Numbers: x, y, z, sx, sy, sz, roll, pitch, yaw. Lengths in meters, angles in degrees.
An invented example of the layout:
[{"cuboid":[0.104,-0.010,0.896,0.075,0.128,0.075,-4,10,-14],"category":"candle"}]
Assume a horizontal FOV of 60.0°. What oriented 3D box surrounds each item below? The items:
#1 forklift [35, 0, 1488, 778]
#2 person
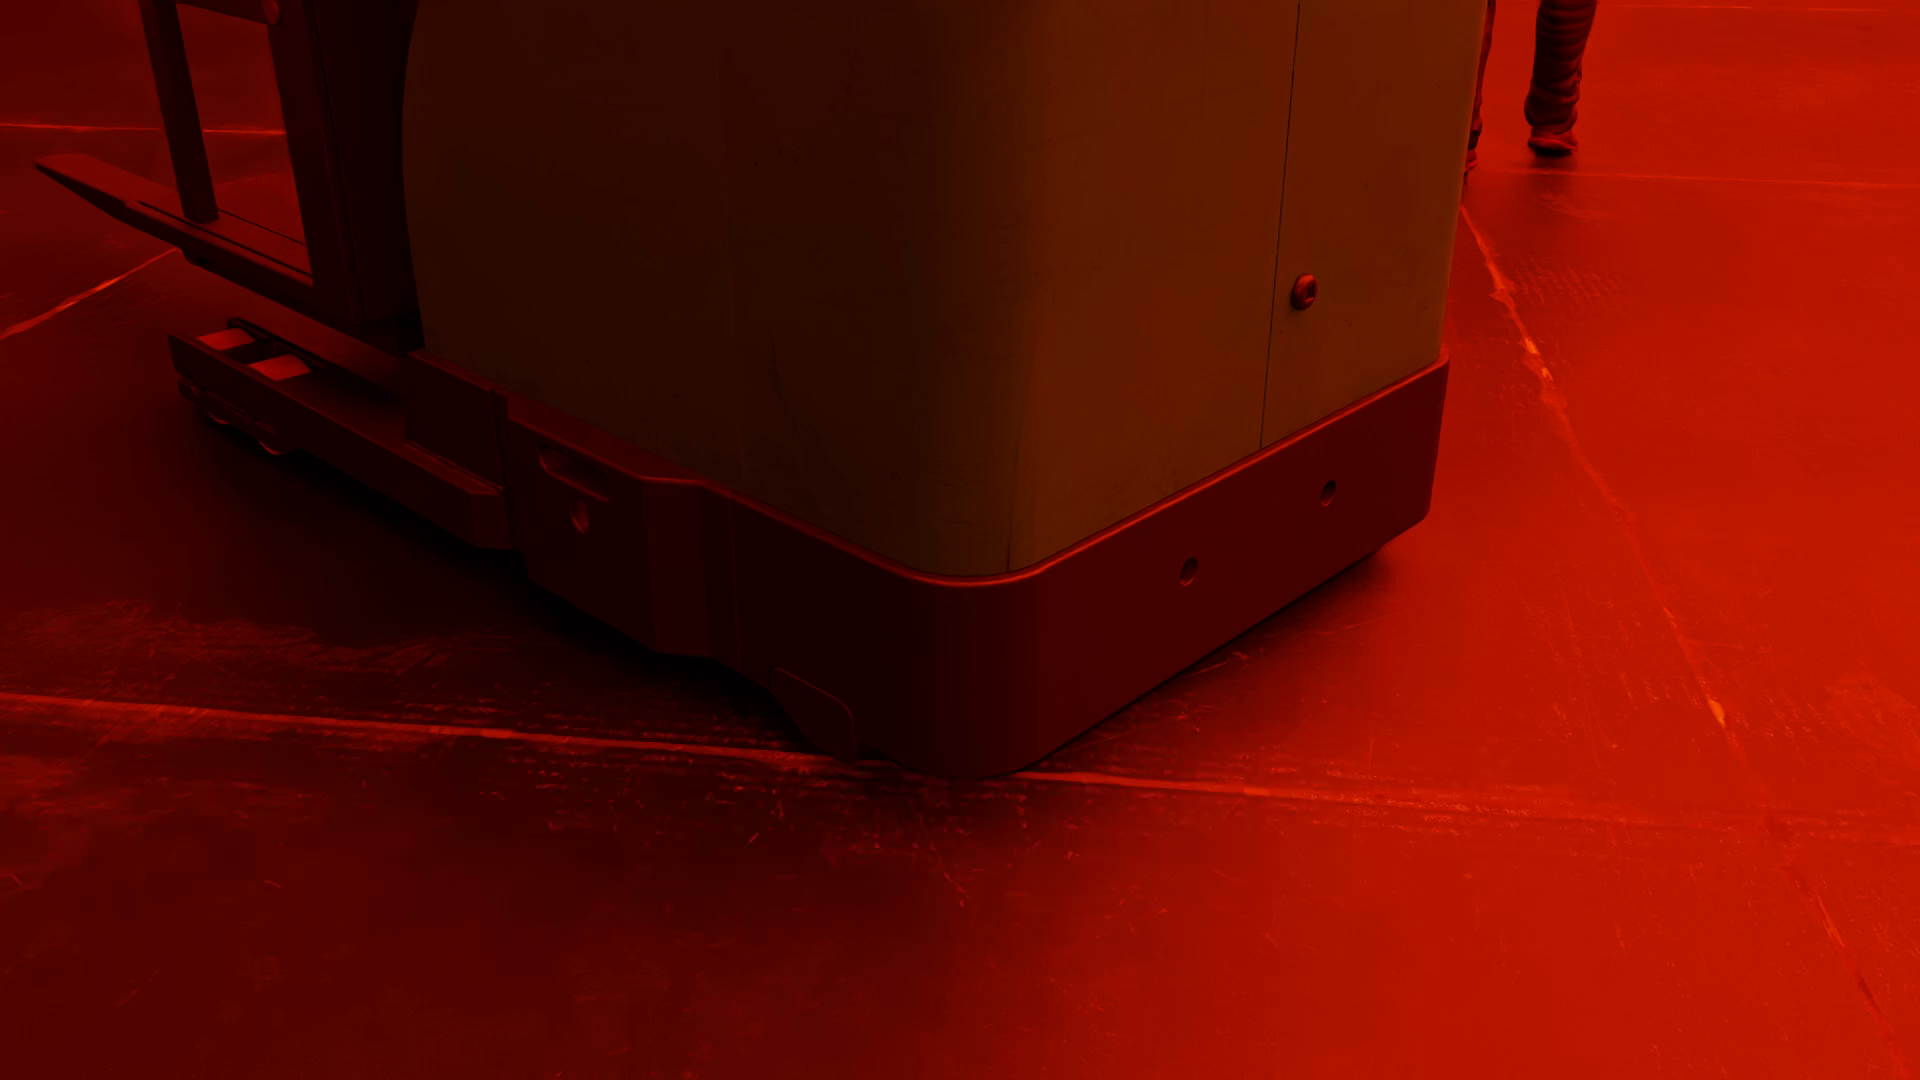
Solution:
[{"cuboid":[-0.727,-1.602,2.427,3.031,2.935,1.130,23,34,38],"category":"forklift"},{"cuboid":[1.522,-1.769,4.281,0.926,1.656,0.660,11,29,21],"category":"person"}]
